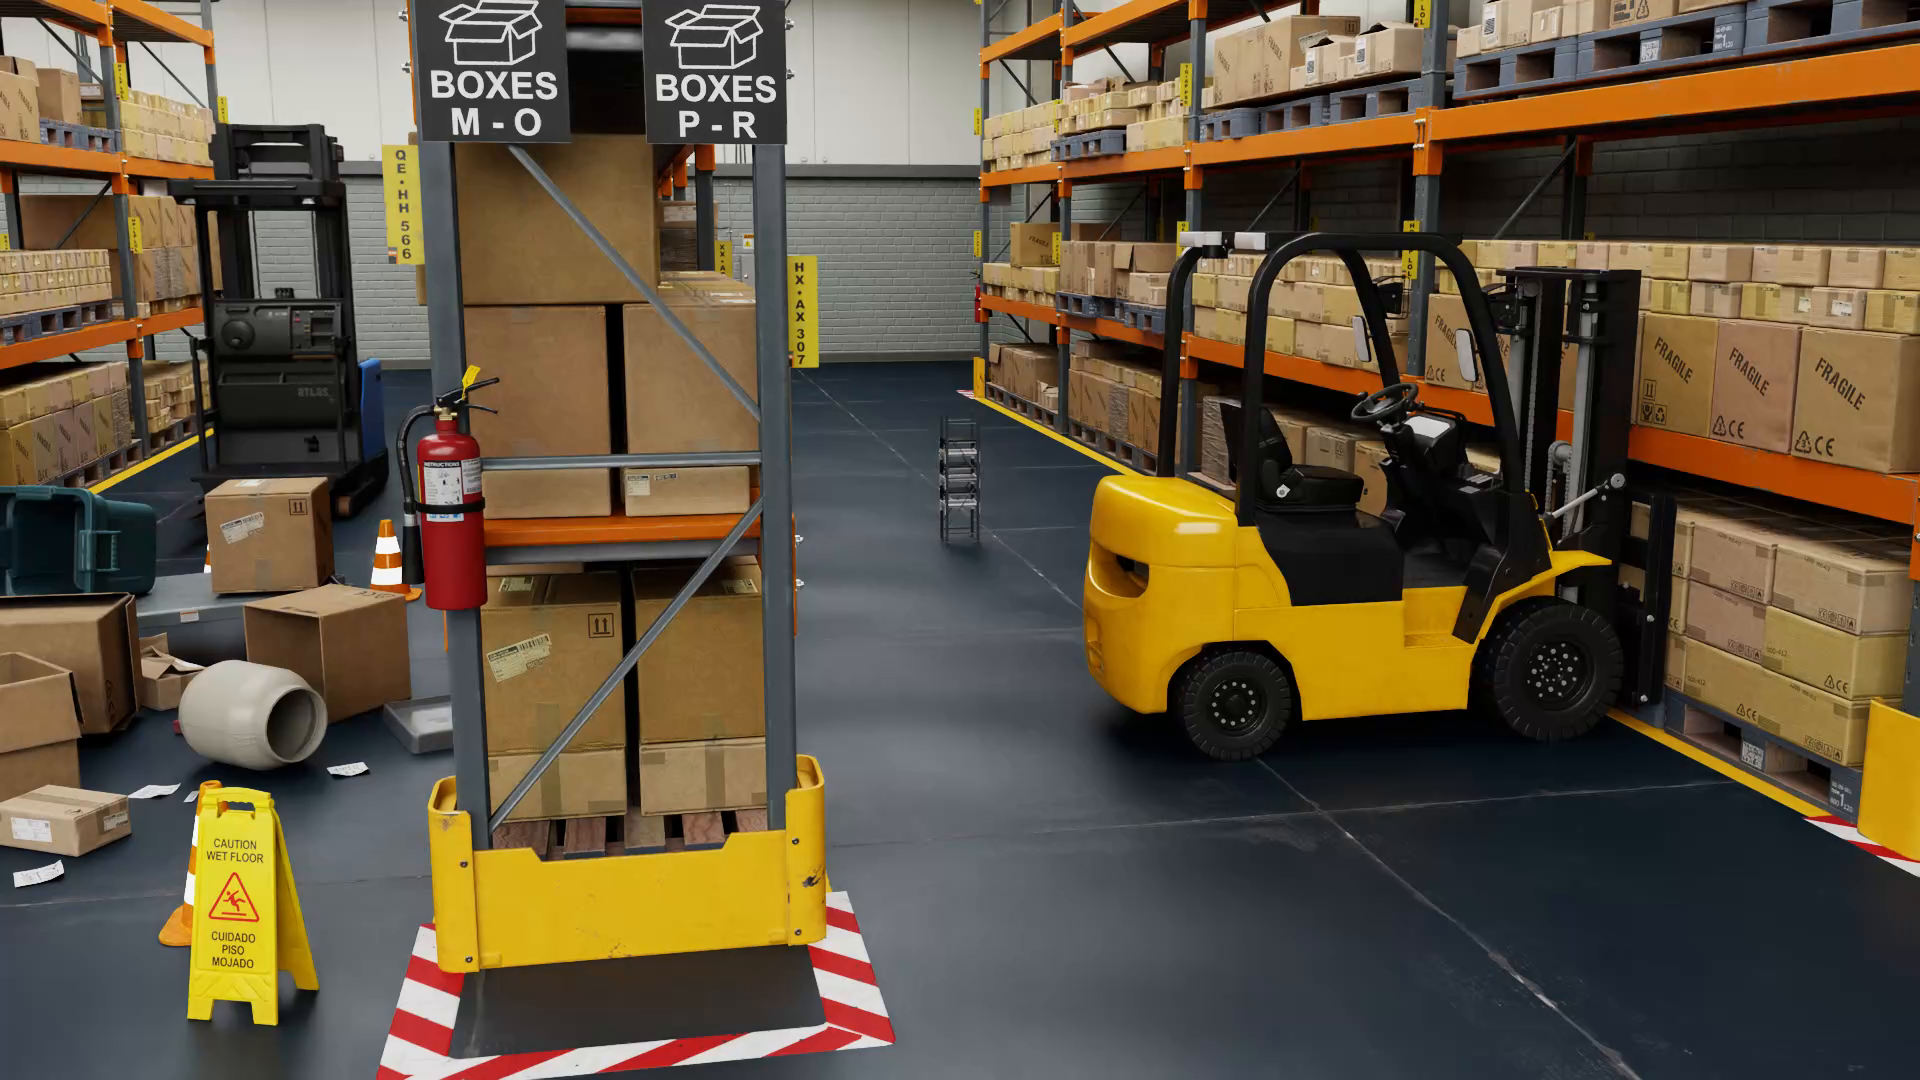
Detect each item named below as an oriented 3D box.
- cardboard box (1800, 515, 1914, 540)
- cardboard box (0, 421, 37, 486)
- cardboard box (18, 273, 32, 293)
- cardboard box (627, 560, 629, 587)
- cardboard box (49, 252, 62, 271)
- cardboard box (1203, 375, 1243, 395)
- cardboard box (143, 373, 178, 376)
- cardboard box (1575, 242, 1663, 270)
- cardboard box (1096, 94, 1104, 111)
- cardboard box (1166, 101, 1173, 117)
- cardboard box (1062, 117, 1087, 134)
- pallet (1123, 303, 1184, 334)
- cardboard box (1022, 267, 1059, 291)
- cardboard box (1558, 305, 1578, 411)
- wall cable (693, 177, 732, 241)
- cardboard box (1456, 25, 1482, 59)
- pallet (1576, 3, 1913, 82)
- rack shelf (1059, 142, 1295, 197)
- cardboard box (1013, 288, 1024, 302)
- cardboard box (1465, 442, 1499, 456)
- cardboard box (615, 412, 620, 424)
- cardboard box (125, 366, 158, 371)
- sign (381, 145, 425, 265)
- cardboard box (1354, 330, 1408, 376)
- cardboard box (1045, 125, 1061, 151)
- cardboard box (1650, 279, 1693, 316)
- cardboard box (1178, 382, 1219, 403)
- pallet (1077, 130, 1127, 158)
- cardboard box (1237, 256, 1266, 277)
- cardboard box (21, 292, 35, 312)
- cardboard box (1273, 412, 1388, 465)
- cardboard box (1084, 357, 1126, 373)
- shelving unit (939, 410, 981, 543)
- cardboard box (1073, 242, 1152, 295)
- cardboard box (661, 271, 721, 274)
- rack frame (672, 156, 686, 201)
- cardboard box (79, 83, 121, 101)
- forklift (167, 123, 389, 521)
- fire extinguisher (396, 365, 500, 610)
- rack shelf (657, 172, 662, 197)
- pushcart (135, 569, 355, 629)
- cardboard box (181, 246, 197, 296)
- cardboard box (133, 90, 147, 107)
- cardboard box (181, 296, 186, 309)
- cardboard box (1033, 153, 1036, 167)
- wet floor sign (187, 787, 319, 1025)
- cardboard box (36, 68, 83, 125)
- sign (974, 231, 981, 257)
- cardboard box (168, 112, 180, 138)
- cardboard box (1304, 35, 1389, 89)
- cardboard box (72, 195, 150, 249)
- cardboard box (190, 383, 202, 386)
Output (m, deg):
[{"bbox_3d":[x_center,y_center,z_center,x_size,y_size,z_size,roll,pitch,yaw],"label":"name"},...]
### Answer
[{"bbox_3d":[3.861,0.061,6.908,0.500,0.250,0.500,-2,11,-11],"label":"cardboard box"},{"bbox_3d":[-7.278,-0.610,12.442,0.500,0.500,0.500,-3,11,-13],"label":"cardboard box"},{"bbox_3d":[-7.494,-2.008,12.978,0.380,0.149,0.250,-2,11,-11],"label":"cardboard box"},{"bbox_3d":[-1.811,0.034,7.720,0.500,0.500,0.500,-2,11,-9],"label":"cardboard box"},{"bbox_3d":[-7.646,-2.296,13.694,0.380,0.149,0.250,-3,11,-14],"label":"cardboard box"},{"bbox_3d":[2.366,-1.369,14.694,0.380,0.149,0.250,-2,11,-10],"label":"cardboard box"},{"bbox_3d":[-8.302,-1.636,17.180,0.380,0.149,0.250,-3,11,-13],"label":"cardboard box"},{"bbox_3d":[3.191,-1.350,7.970,0.380,0.149,0.250,-2,11,-11],"label":"cardboard box"},{"bbox_3d":[1.481,-4.053,15.433,0.380,0.149,0.250,-2,11,-11],"label":"cardboard box"},{"bbox_3d":[1.951,-3.622,14.016,0.380,0.149,0.250,-2,11,-10],"label":"cardboard box"},{"bbox_3d":[1.220,-4.094,16.441,0.380,0.149,0.250,-2,11,-10],"label":"cardboard box"},{"bbox_3d":[2.113,-1.900,14.170,1.213,0.211,1.003,-2,11,-11],"label":"pallet"},{"bbox_3d":[1.001,-2.946,18.760,0.500,0.250,0.500,-2,11,-11],"label":"cardboard box"},{"bbox_3d":[3.139,-0.909,8.184,0.500,0.500,0.500,-2,11,-12],"label":"cardboard box"},{"bbox_3d":[-3.841,-4.745,25.885,0.588,1.984,0.122,-2,11,-11],"label":"wall cable"},{"bbox_3d":[2.881,-2.651,8.862,0.380,0.149,0.250,-2,11,-10],"label":"cardboard box"},{"bbox_3d":[3.517,-2.190,7.395,1.003,0.211,1.213,-2,11,-11],"label":"pallet"},{"bbox_3d":[1.925,-3.359,15.226,1.077,0.370,4.000,-2,11,-11],"label":"rack shelf"},{"bbox_3d":[0.825,-2.860,19.375,0.380,0.149,0.250,-2,11,-10],"label":"cardboard box"},{"bbox_3d":[2.878,-0.385,9.256,0.500,0.250,0.500,-2,11,-12],"label":"cardboard box"},{"bbox_3d":[-1.559,-0.443,6.671,0.380,0.149,0.250,-2,11,-11],"label":"cardboard box"},{"bbox_3d":[-8.953,-1.810,18.095,0.380,0.149,0.250,-3,11,-14],"label":"cardboard box"},{"bbox_3d":[-1.547,-0.932,4.627,0.100,0.325,0.005,-2,11,-11],"label":"sign"},{"bbox_3d":[2.737,-1.148,10.107,0.500,0.250,0.500,-2,11,-10],"label":"cardboard box"},{"bbox_3d":[1.196,-4.232,17.489,0.500,0.250,0.500,-2,11,-11],"label":"cardboard box"},{"bbox_3d":[3.254,-1.061,7.245,0.380,0.149,0.250,-2,11,-11],"label":"cardboard box"},{"bbox_3d":[1.969,-1.251,14.073,0.380,0.149,0.250,-3,11,-14],"label":"cardboard box"},{"bbox_3d":[1.798,-3.675,15.463,1.213,0.211,1.003,-2,11,-11],"label":"pallet"},{"bbox_3d":[2.278,-2.029,12.330,0.380,0.149,0.250,-2,11,-10],"label":"cardboard box"},{"bbox_3d":[-7.493,-1.862,13.005,0.380,0.149,0.250,-2,11,-9],"label":"cardboard box"},{"bbox_3d":[2.687,-0.554,11.814,0.875,0.625,0.625,-3,11,-13],"label":"cardboard box"},{"bbox_3d":[1.474,-1.780,16.852,0.380,0.149,0.250,-2,11,-13],"label":"cardboard box"},{"bbox_3d":[-0.002,-0.444,11.620,0.258,0.900,0.210,-2,11,-11],"label":"shelving unit"},{"bbox_3d":[1.511,-2.670,16.310,0.700,0.500,0.500,-2,11,-10],"label":"cardboard box"},{"bbox_3d":[-1.446,-1.080,8.288,0.500,0.500,0.500,-2,11,-12],"label":"cardboard box"},{"bbox_3d":[-2.555,-1.691,12.560,1.000,3.000,0.127,-2,11,-11],"label":"rack frame"},{"bbox_3d":[-7.987,-4.130,15.348,0.380,0.149,0.250,-2,11,-12],"label":"cardboard box"},{"bbox_3d":[-5.188,-1.652,12.538,1.130,2.935,3.031,-2,11,-9],"label":"forklift"},{"bbox_3d":[-1.428,-0.148,4.660,0.296,0.674,0.183,-2,11,-11],"label":"fire extinguisher"},{"bbox_3d":[-3.722,-3.912,18.129,1.077,0.370,4.000,-2,11,-11],"label":"rack shelf"},{"bbox_3d":[-4.003,0.423,8.467,1.648,0.377,0.936,-6,13,-31],"label":"pushcart"},{"bbox_3d":[-8.317,-2.803,17.338,0.500,0.500,0.500,-2,11,-8],"label":"cardboard box"},{"bbox_3d":[-8.118,-4.274,16.106,0.380,0.149,0.250,-2,11,-13],"label":"cardboard box"},{"bbox_3d":[-8.374,-2.500,17.479,0.380,0.149,0.250,-2,11,-10],"label":"cardboard box"},{"bbox_3d":[1.021,-4.201,18.397,0.380,0.149,0.250,-2,11,-9],"label":"cardboard box"},{"bbox_3d":[-2.011,1.006,4.684,0.267,0.644,0.232,2,11,9],"label":"wet floor sign"},{"bbox_3d":[-8.203,-3.882,14.656,0.700,0.500,0.500,-2,11,-11],"label":"cardboard box"},{"bbox_3d":[0.225,-3.745,21.036,0.100,0.325,0.005,-2,11,-11],"label":"sign"},{"bbox_3d":[-8.323,-4.249,17.042,0.500,0.250,0.500,-3,11,-13],"label":"cardboard box"},{"bbox_3d":[2.562,-3.089,10.728,0.500,0.311,0.500,-3,11,-13],"label":"cardboard box"},{"bbox_3d":[-8.017,-3.004,15.722,0.500,0.500,0.500,-2,11,-10],"label":"cardboard box"},{"bbox_3d":[-8.316,-1.588,17.724,0.380,0.149,0.250,-2,11,-8],"label":"cardboard box"}]
